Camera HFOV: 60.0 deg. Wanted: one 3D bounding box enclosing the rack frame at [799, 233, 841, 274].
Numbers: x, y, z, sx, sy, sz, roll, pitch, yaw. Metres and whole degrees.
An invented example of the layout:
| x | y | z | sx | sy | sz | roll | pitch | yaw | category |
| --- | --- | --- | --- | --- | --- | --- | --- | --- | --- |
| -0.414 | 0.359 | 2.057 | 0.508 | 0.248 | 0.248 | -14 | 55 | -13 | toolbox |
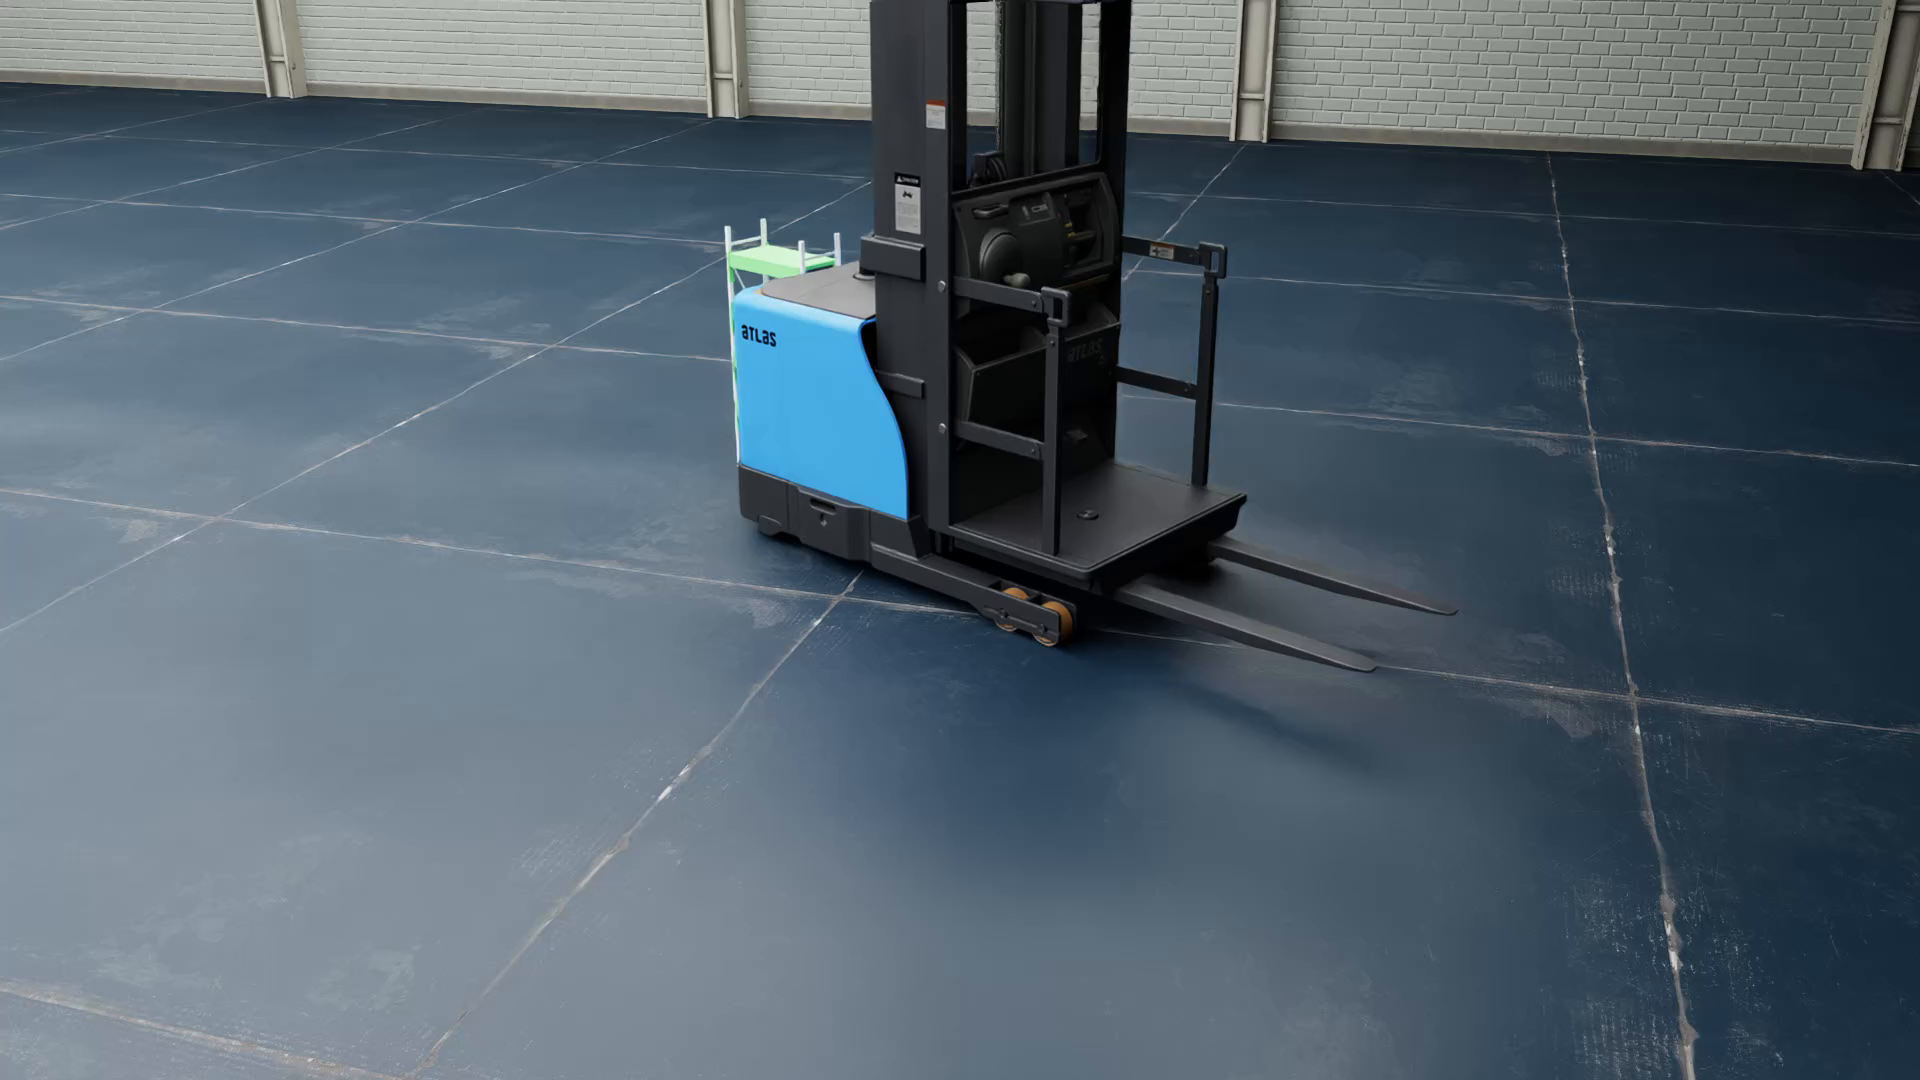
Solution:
| x | y | z | sx | sy | sz | roll | pitch | yaw | category |
| --- | --- | --- | --- | --- | --- | --- | --- | --- | --- |
| -0.624 | -0.788 | 7.611 | 0.015 | 1.200 | 0.240 | 18 | 29 | 38 | rack frame |

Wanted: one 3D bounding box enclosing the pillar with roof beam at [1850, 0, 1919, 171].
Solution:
| x | y | z | sx | sy | sz | roll | pitch | yaw | category |
| --- | --- | --- | --- | --- | --- | --- | --- | --- | --- |
| 7.574 | -6.186 | 10.494 | 0.400 | 9.000 | 9.100 | 7 | 23 | 16 | pillar with roof beam |

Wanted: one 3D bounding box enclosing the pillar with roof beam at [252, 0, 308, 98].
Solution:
| x | y | z | sx | sy | sz | roll | pitch | yaw | category |
| --- | --- | --- | --- | --- | --- | --- | --- | --- | --- |
| -9.658 | -8.159 | 15.304 | 0.400 | 9.000 | 9.100 | 7 | 23 | 16 | pillar with roof beam |

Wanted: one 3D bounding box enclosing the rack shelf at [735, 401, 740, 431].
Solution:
| x | y | z | sx | sy | sz | roll | pitch | yaw | category |
| --- | --- | --- | --- | --- | --- | --- | --- | --- | --- |
| -0.807 | -0.568 | 7.875 | 0.480 | 0.148 | 0.258 | 18 | 29 | 38 | rack shelf |

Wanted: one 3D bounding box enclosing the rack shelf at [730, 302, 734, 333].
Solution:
| x | y | z | sx | sy | sz | roll | pitch | yaw | category |
| --- | --- | --- | --- | --- | --- | --- | --- | --- | --- |
| -0.807 | -1.012 | 7.693 | 0.480 | 0.148 | 0.258 | 18 | 29 | 38 | rack shelf |

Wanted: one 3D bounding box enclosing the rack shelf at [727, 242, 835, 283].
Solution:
| x | y | z | sx | sy | sz | roll | pitch | yaw | category |
| --- | --- | --- | --- | --- | --- | --- | --- | --- | --- |
| -0.807 | -1.234 | 7.602 | 0.480 | 0.148 | 0.258 | 18 | 29 | 38 | rack shelf |

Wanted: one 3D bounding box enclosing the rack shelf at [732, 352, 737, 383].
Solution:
| x | y | z | sx | sy | sz | roll | pitch | yaw | category |
| --- | --- | --- | --- | --- | --- | --- | --- | --- | --- |
| -0.807 | -0.790 | 7.784 | 0.480 | 0.148 | 0.258 | 18 | 29 | 38 | rack shelf |

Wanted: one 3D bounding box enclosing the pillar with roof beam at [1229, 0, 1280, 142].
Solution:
| x | y | z | sx | sy | sz | roll | pitch | yaw | category |
| --- | --- | --- | --- | --- | --- | --- | --- | --- | --- |
| 1.830 | -6.844 | 12.097 | 0.400 | 9.000 | 9.100 | 7 | 23 | 16 | pillar with roof beam |

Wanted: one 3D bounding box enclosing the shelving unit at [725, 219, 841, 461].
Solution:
| x | y | z | sx | sy | sz | roll | pitch | yaw | category |
| --- | --- | --- | --- | --- | --- | --- | --- | --- | --- |
| -0.807 | -0.850 | 7.760 | 0.503 | 1.200 | 0.258 | 18 | 29 | 38 | shelving unit |

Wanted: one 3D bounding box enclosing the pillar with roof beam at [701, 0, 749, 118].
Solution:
| x | y | z | sx | sy | sz | roll | pitch | yaw | category |
| --- | --- | --- | --- | --- | --- | --- | --- | --- | --- |
| -3.914 | -7.502 | 13.701 | 0.400 | 9.000 | 9.100 | 7 | 23 | 16 | pillar with roof beam |

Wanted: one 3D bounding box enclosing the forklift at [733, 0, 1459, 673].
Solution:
| x | y | z | sx | sy | sz | roll | pitch | yaw | category |
| --- | --- | --- | --- | --- | --- | --- | --- | --- | --- |
| 0.465 | -1.180 | 6.285 | 3.031 | 2.935 | 1.130 | 18 | 29 | 38 | forklift |

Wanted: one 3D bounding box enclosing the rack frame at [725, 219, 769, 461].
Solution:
| x | y | z | sx | sy | sz | roll | pitch | yaw | category |
| --- | --- | --- | --- | --- | --- | --- | --- | --- | --- |
| -0.991 | -0.911 | 7.909 | 0.015 | 1.200 | 0.240 | 18 | 29 | 38 | rack frame |
